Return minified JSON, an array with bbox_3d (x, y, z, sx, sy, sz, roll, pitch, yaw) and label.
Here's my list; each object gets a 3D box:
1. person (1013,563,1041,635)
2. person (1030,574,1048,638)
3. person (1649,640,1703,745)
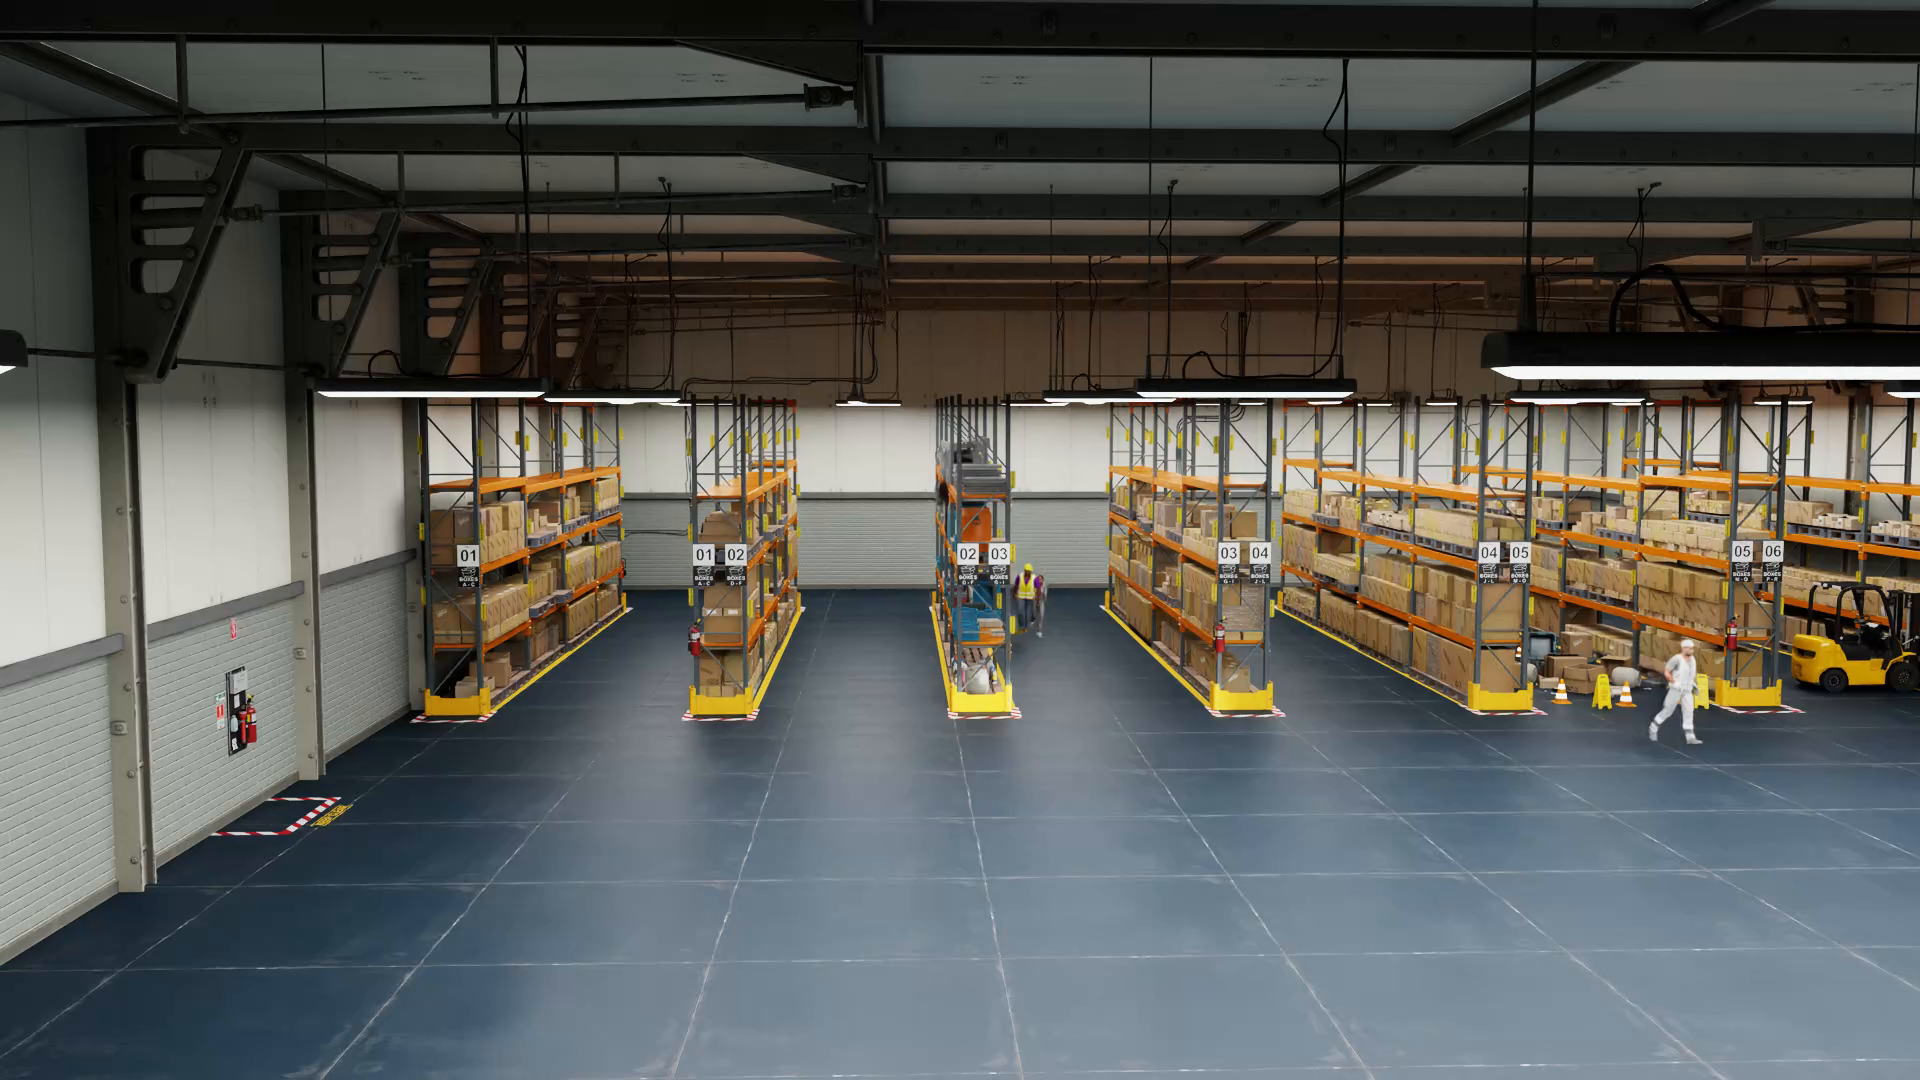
[{"bbox_3d":[1.606,1.413,40.100,0.694,1.730,0.729,0,5,3],"label":"person"},{"bbox_3d":[1.954,1.642,42.092,0.542,1.587,0.955,-1,5,-12],"label":"person"},{"bbox_3d":[12.300,2.563,28.252,0.709,1.736,0.977,-2,5,-22],"label":"person"}]
